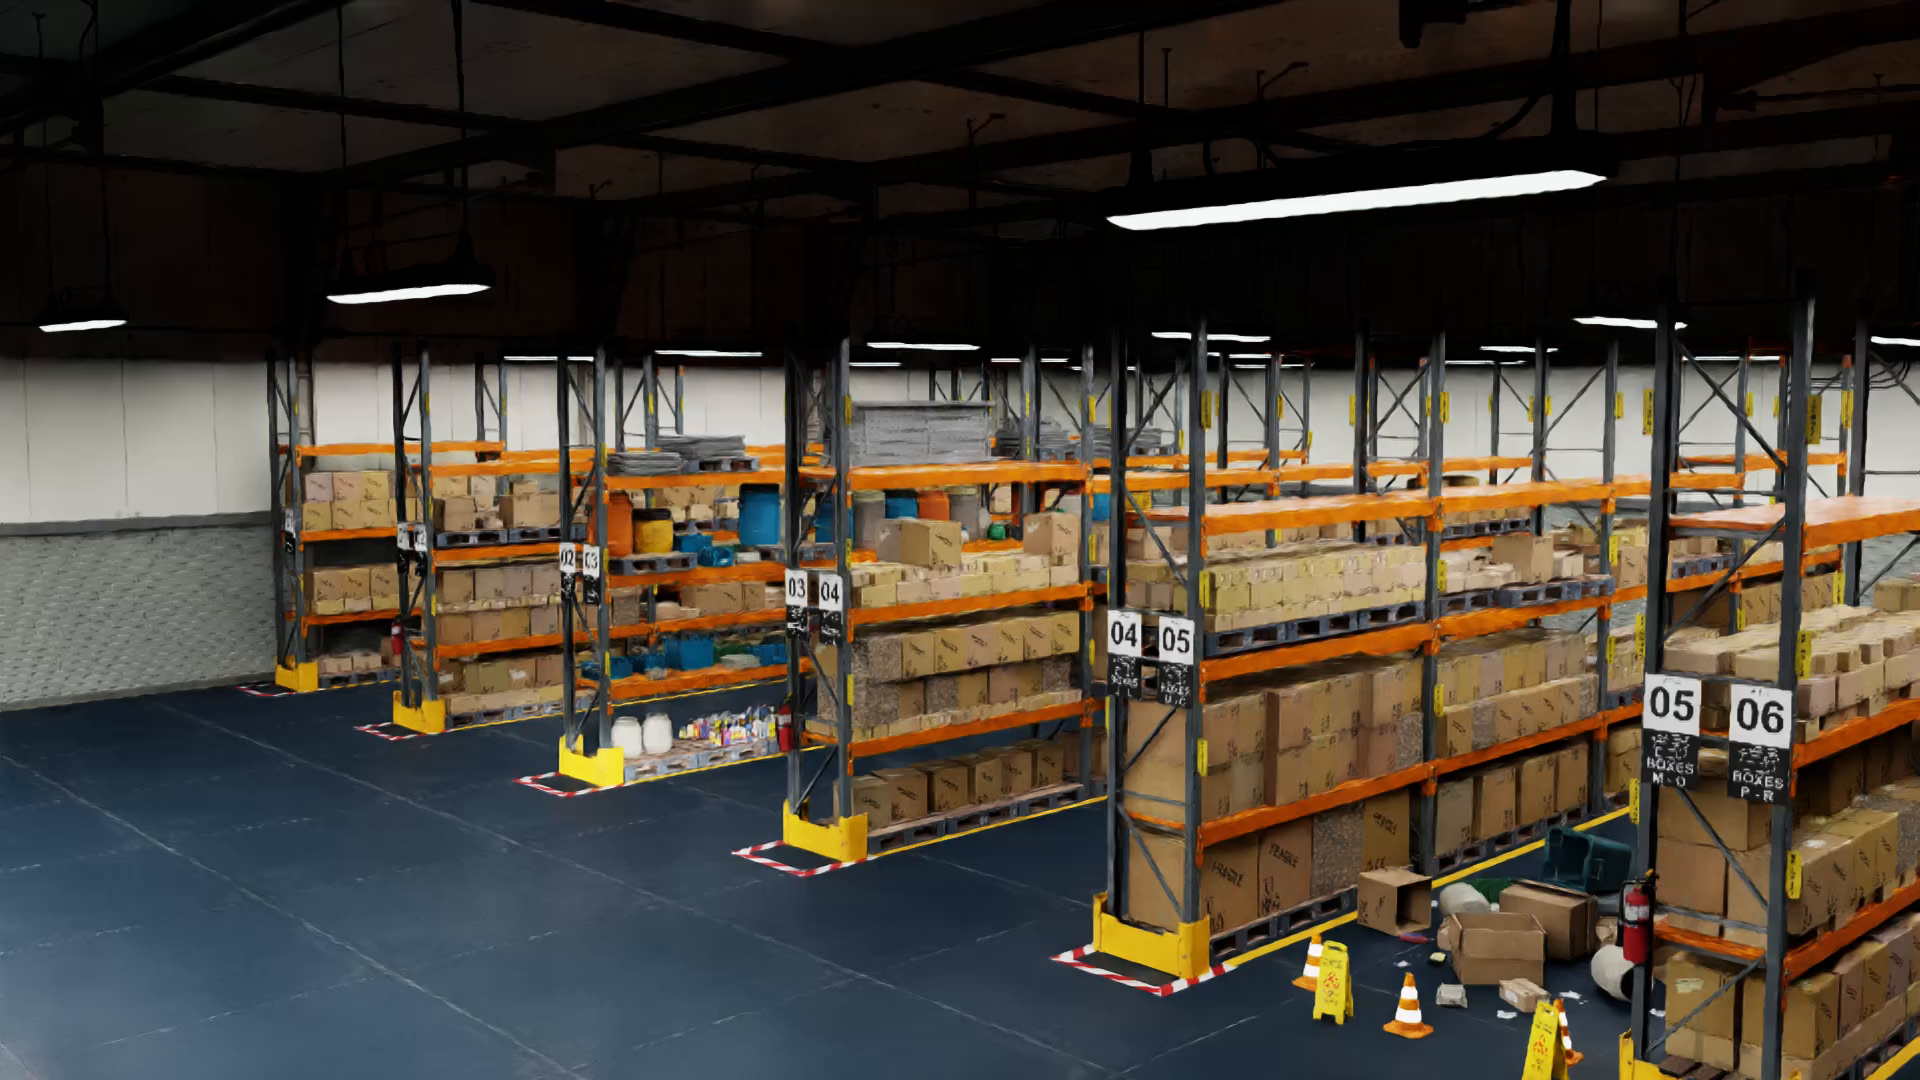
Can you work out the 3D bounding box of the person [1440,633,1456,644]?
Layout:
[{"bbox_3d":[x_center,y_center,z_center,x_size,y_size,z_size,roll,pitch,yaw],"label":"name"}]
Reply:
[{"bbox_3d":[7.333,2.144,25.042,0.364,1.681,0.582,2,6,26],"label":"person"}]

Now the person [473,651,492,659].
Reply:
[{"bbox_3d":[-8.165,1.839,28.618,0.682,1.715,0.542,5,7,44],"label":"person"}]
